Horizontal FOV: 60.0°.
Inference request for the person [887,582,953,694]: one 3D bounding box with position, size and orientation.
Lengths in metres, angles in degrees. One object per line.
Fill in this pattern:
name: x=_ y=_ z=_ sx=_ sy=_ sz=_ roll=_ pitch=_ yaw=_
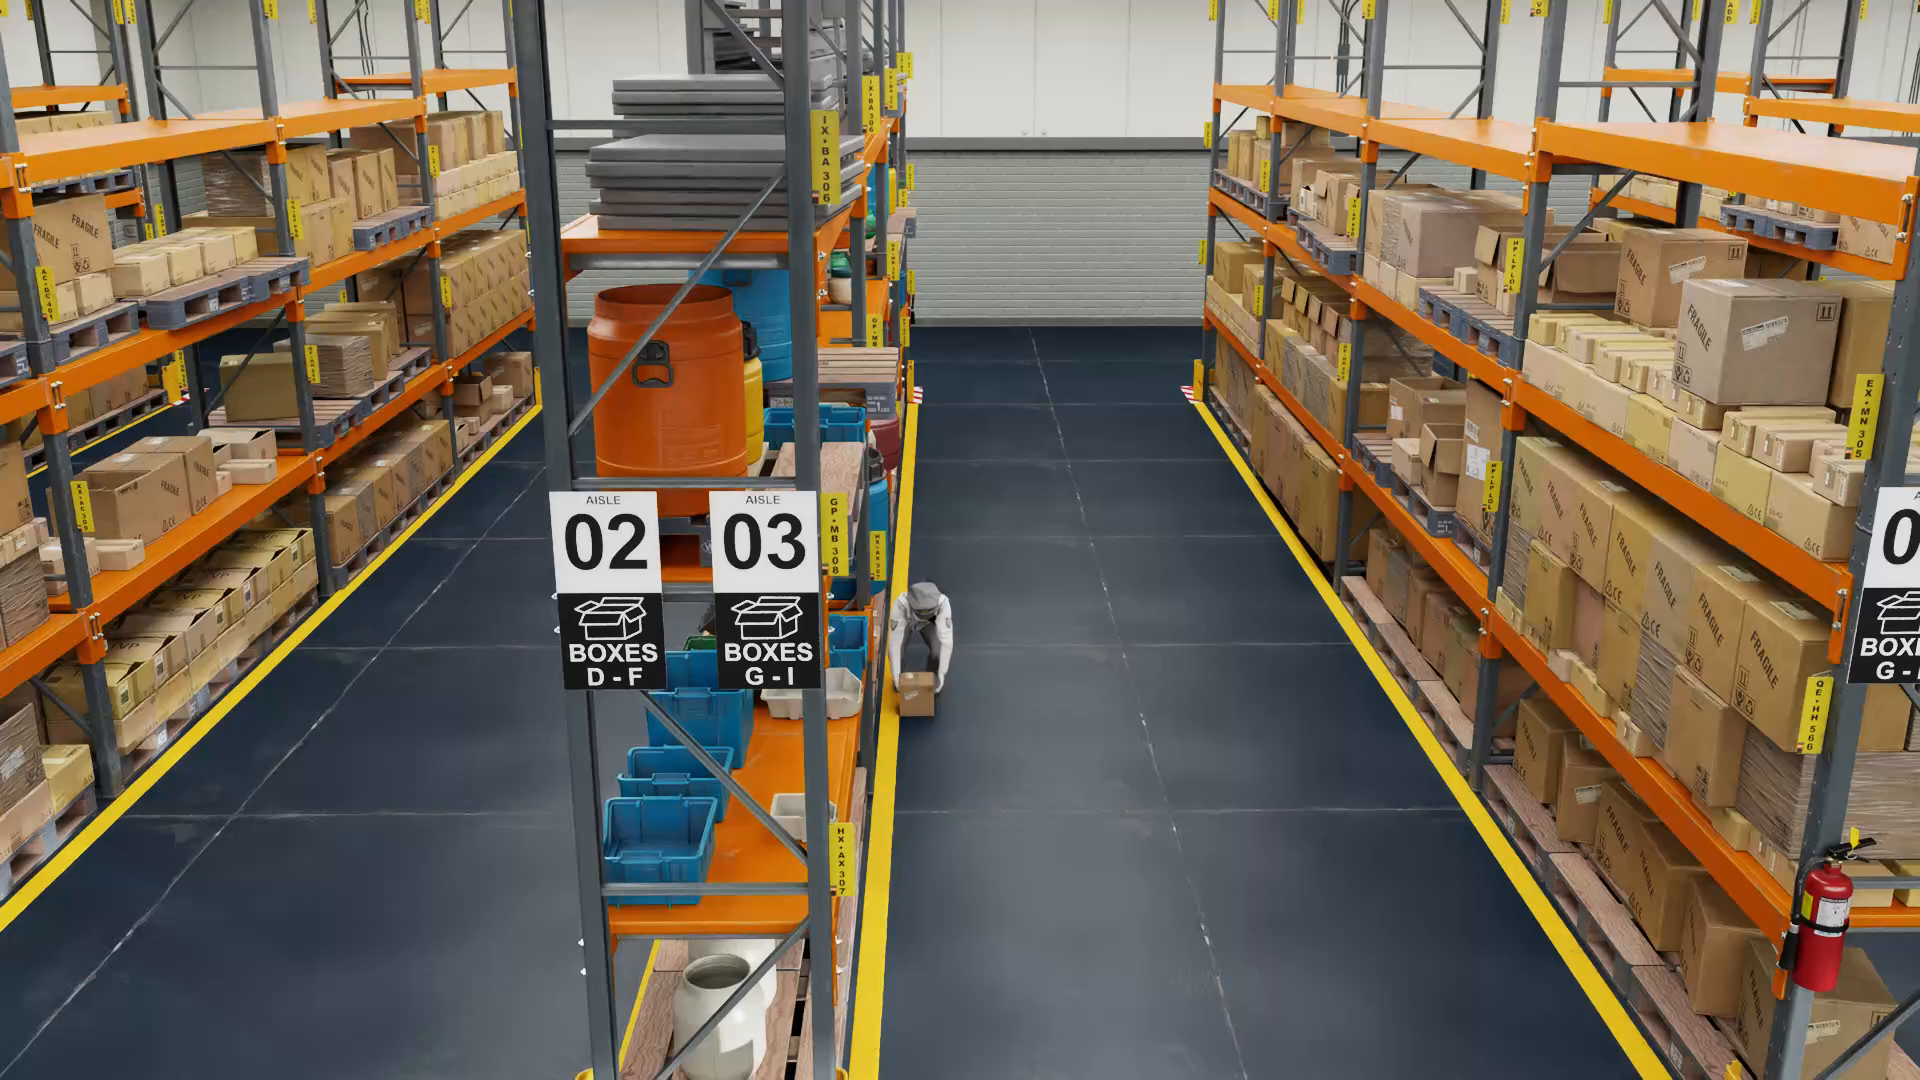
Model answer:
person: x=-0.300 y=0.700 z=12.484 sx=0.494 sy=0.964 sz=0.848 roll=0 pitch=17 yaw=-1
